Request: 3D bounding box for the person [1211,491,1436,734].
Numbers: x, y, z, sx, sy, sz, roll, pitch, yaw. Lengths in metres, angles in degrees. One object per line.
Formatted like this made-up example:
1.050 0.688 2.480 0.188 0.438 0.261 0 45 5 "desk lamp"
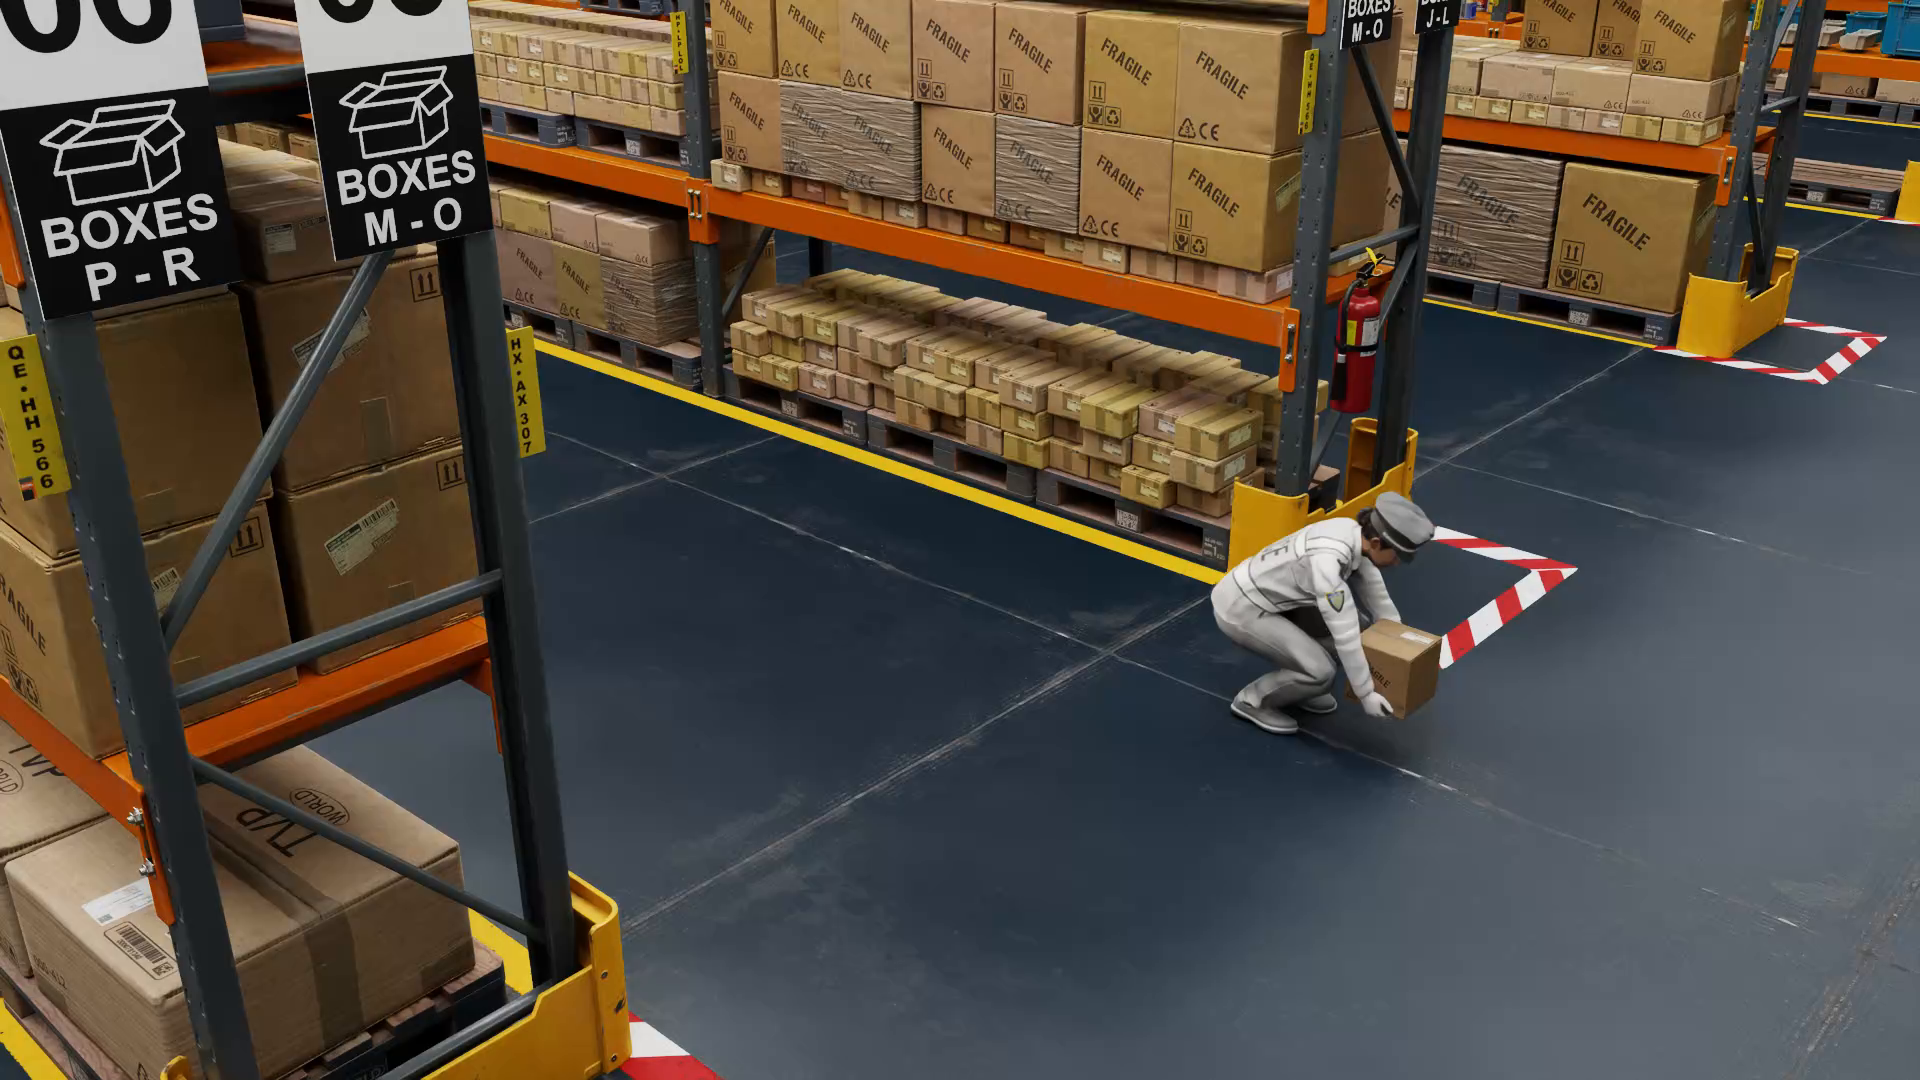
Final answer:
1.382 0.260 6.365 0.828 0.990 0.471 16 29 31 "person"
